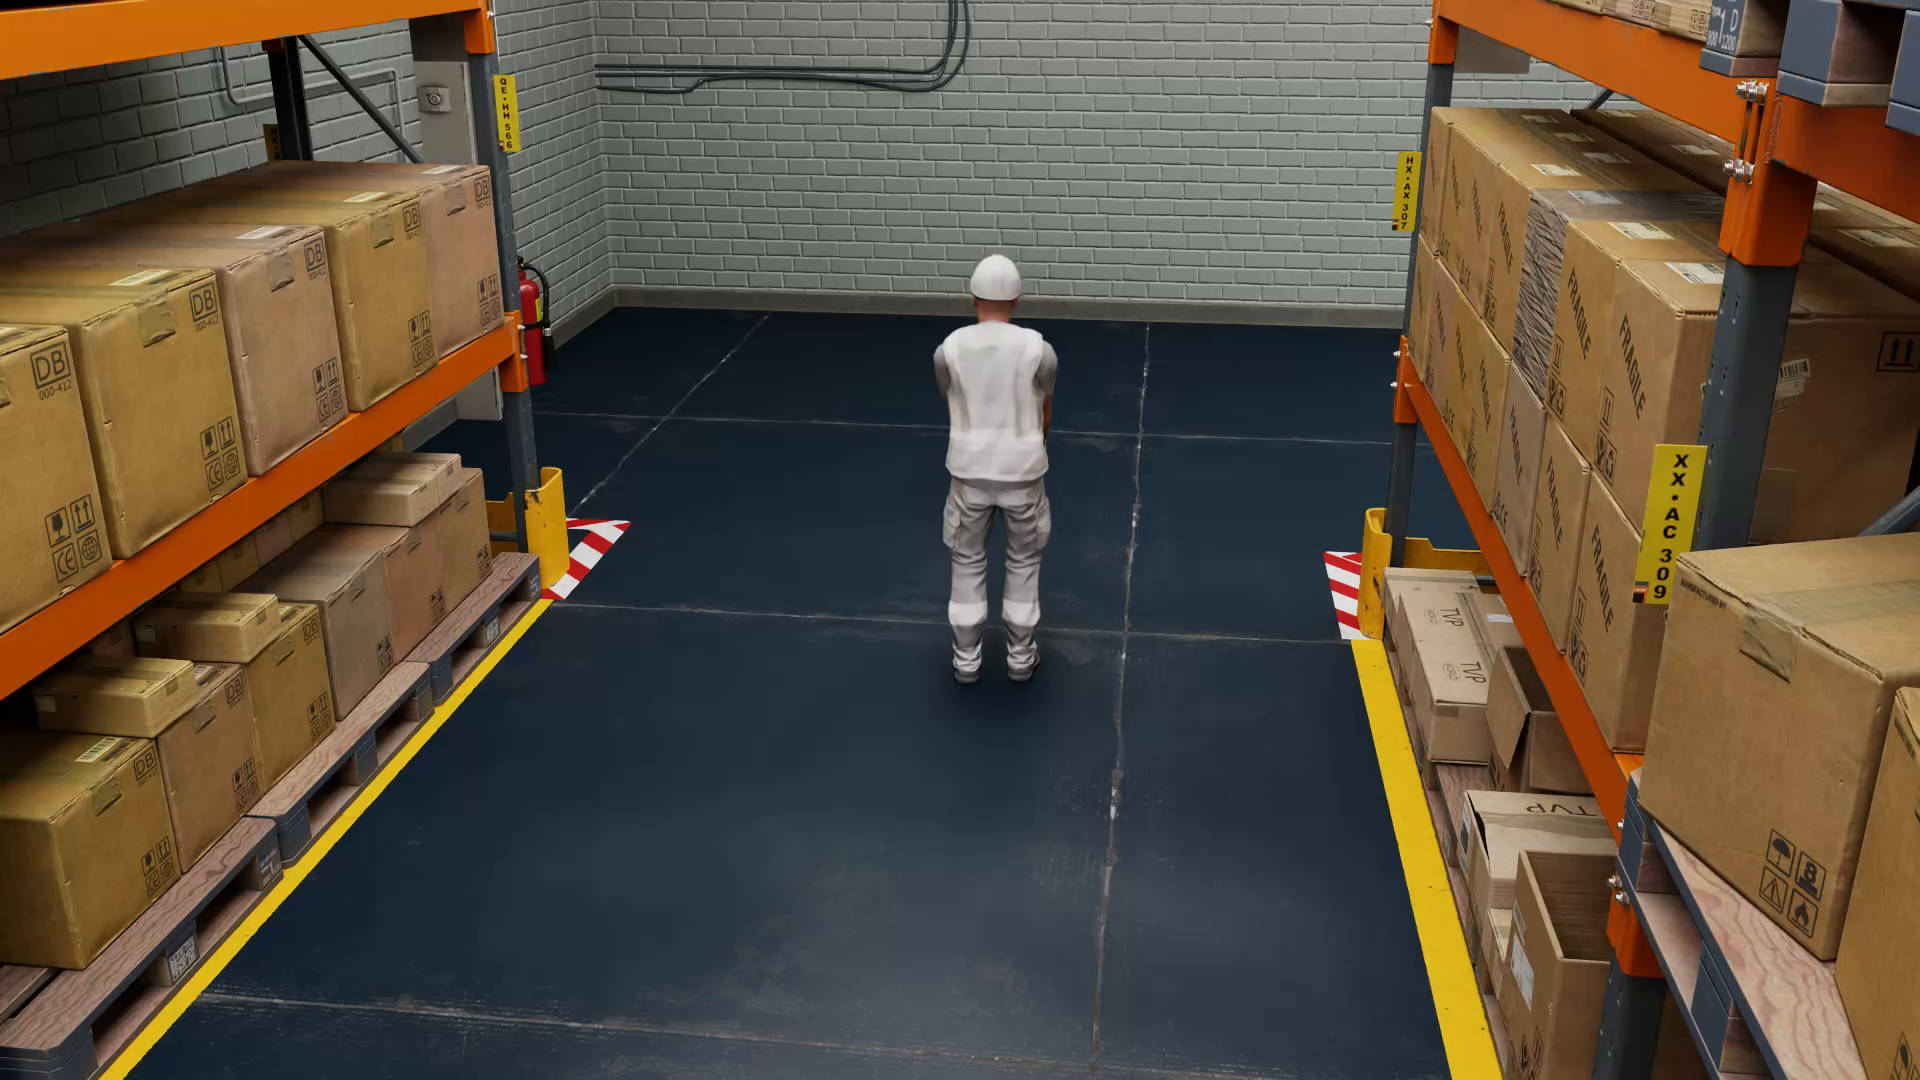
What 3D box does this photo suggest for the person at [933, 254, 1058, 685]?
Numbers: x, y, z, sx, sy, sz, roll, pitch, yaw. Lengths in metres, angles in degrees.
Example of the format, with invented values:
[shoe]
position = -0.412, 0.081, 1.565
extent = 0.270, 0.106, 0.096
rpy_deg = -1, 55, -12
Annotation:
[person]
position = 0.149, -0.295, 6.822
extent = 0.494, 1.783, 0.570
rpy_deg = 2, 21, 5
